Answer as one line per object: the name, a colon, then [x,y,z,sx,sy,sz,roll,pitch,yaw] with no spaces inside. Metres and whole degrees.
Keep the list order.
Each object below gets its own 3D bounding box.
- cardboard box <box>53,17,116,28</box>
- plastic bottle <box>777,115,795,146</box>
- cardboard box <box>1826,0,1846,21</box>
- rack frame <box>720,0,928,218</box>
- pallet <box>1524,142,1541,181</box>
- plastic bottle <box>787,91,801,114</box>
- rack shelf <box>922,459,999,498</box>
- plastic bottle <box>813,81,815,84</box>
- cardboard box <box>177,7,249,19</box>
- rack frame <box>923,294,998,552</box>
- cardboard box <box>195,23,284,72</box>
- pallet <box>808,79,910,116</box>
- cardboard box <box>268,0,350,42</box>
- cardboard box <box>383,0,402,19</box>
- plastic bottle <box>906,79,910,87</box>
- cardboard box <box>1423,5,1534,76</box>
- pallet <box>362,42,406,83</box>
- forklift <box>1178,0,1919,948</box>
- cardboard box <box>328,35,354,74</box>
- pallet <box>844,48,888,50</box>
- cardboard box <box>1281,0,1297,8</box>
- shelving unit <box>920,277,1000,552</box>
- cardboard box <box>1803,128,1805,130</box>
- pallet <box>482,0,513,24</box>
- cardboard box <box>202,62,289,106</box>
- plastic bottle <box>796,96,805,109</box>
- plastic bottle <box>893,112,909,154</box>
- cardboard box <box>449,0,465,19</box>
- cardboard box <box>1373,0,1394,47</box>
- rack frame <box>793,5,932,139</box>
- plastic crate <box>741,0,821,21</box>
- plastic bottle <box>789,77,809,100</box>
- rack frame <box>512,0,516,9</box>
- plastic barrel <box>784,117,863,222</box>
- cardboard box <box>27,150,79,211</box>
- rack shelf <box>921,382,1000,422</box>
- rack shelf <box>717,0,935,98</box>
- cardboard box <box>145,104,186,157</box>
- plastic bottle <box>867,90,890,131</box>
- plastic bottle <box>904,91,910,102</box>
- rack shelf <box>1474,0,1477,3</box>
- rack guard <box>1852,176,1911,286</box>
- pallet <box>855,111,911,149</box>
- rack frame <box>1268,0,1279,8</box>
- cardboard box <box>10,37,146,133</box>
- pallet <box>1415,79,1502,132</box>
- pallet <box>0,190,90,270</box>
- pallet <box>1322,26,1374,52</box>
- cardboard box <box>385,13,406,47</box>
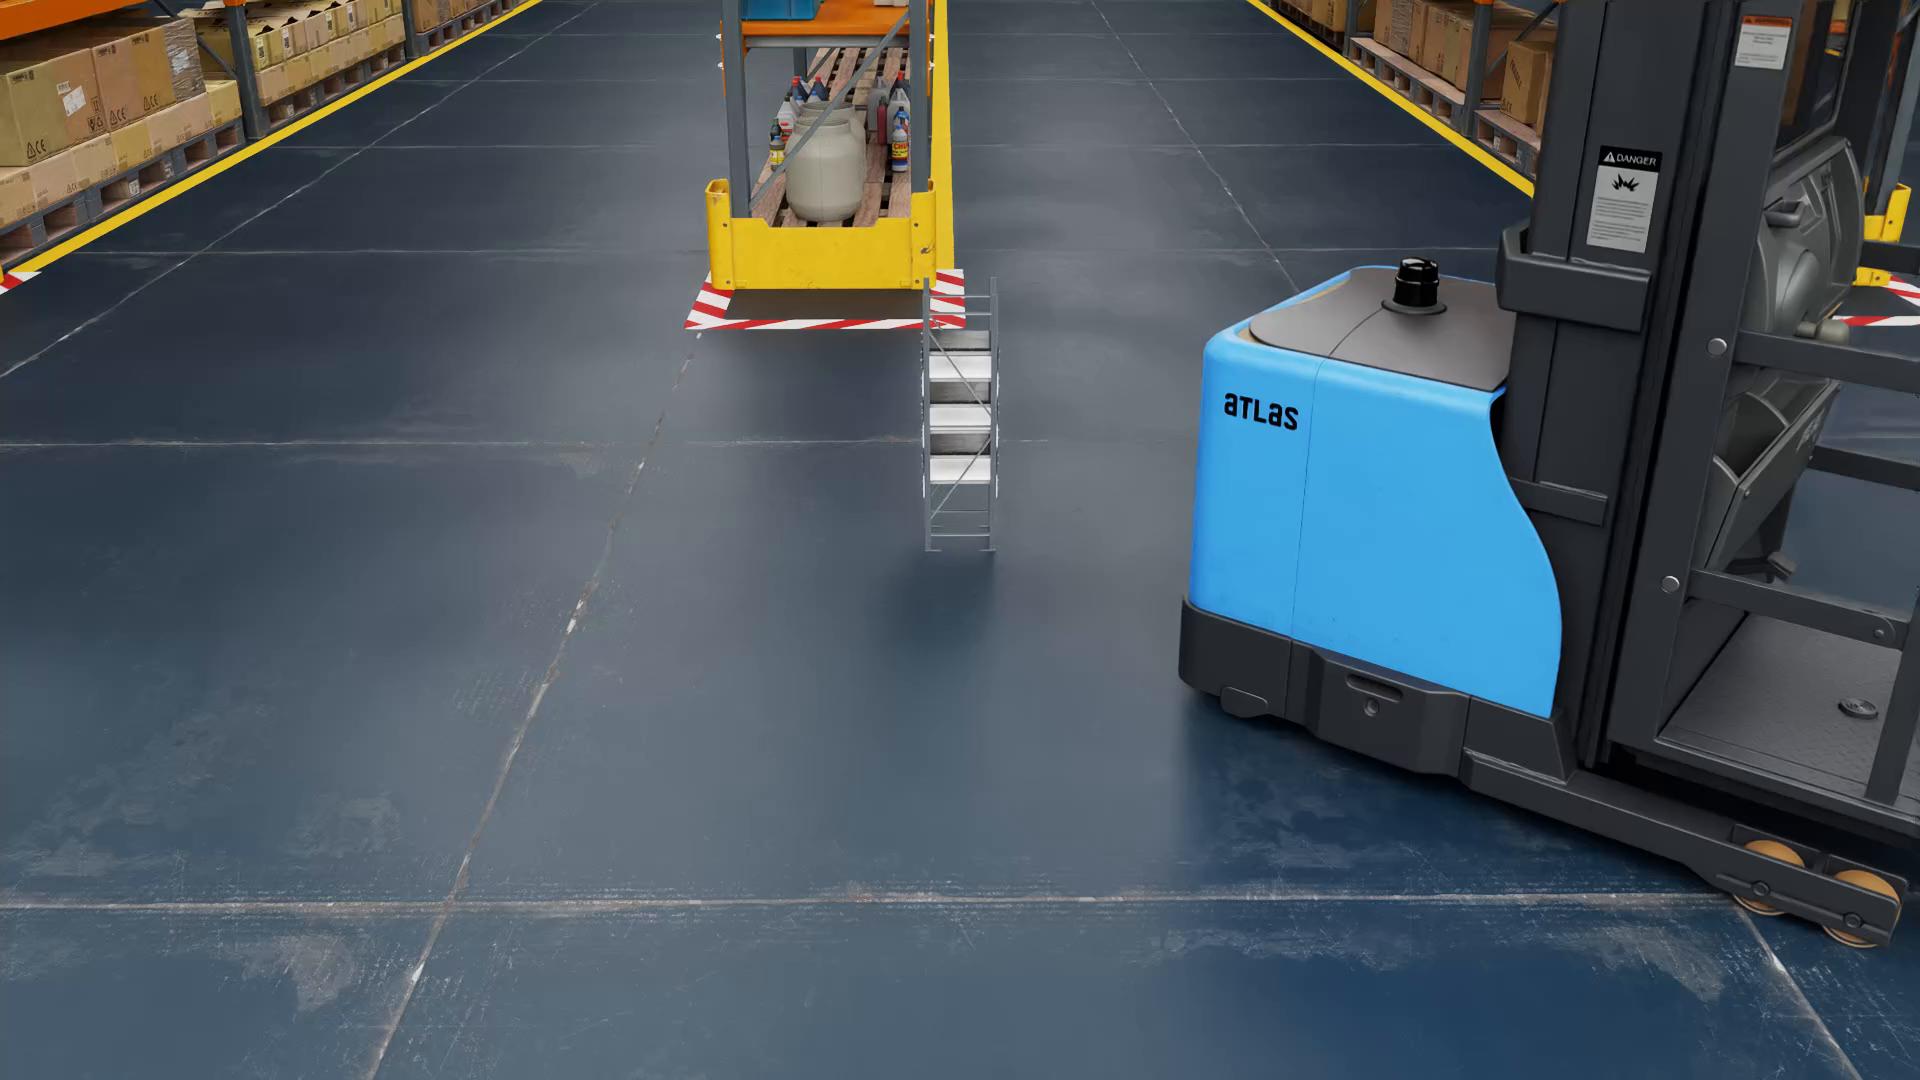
cardboard box: [-5.955,-3.215,11.136,0.500,0.500,0.500,0,24,-1]
plastic bottle: [-1.098,-2.524,10.462,0.152,0.276,0.135,0,24,0]
cardboard box: [4.524,-2.732,8.456,0.380,0.149,0.250,0,24,-1]
rack frame: [-0.664,-2.706,8.093,1.000,3.000,0.127,0,24,-1]
pallet: [4.304,-2.325,10.635,1.003,0.211,1.213,0,24,-1]
plastic bottle: [-1.107,-2.760,10.894,0.144,0.351,0.185,0,24,-1]
rack shelf: [0.000,-0.219,5.660,0.258,0.077,0.200,0,24,-1]
plastic bottle: [-1.005,-3.051,11.619,0.061,0.283,0.133,0,24,-1]
cardboard box: [-5.967,-4.113,13.351,0.500,0.311,0.500,0,24,-1]
rack frame: [0.001,-0.371,5.479,0.240,0.900,0.006,0,24,-1]
cardboard box: [-5.416,-3.699,12.435,0.500,0.311,0.500,0,24,0]
pallet: [-0.755,-3.407,13.027,1.003,0.211,1.213,0,24,-1]
cardboard box: [-5.434,-4.332,13.836,0.500,0.311,0.500,0,24,1]
cardboard box: [-5.452,-4.961,15.225,0.500,0.311,0.500,0,24,1]
plastic bottle: [-0.373,-3.120,11.771,0.061,0.283,0.133,1,24,2]
cardboard box: [4.267,-4.118,13.715,0.700,0.500,0.500,-2,24,-5]
pallet: [-5.734,-4.372,15.160,1.003,0.211,1.213,0,24,-1]
forklift: [2.098,-0.670,3.676,3.031,2.935,1.130,18,30,34]
cardboard box: [-5.435,-4.073,13.942,0.500,0.250,0.500,0,24,0]
pallet: [-0.802,-5.057,16.674,1.003,0.211,1.213,0,24,-1]
cardboard box: [4.195,-6.264,18.029,1.225,0.875,0.875,-1,24,-2]
shelving unit: [0.000,-0.413,5.572,0.258,0.900,0.210,0,24,-1]
cardboard box: [4.299,-2.038,9.140,0.500,0.500,0.500,4,25,9]
pallet: [-5.701,-6.024,18.814,1.003,0.211,1.213,0,24,-1]
cardboard box: [-5.417,-3.439,12.541,0.500,0.250,0.500,-1,24,-2]
plastic bottle: [-1.073,-2.839,11.164,0.097,0.271,0.097,0,24,0]
plastic bottle: [-0.377,-2.594,10.623,0.097,0.271,0.097,0,24,0]
cardboard box: [-5.435,-5.654,17.112,0.500,0.500,0.500,-1,24,-1]
cardboard box: [4.229,-4.810,15.245,0.700,0.500,0.500,-2,24,-3]
rack frame: [-0.708,-4.354,11.737,1.000,3.000,0.127,0,24,-1]
plastic crate: [-0.969,-2.843,8.577,0.499,0.251,0.616,0,24,-1]
plastic bottle: [-1.114,-3.013,11.453,0.144,0.351,0.185,0,24,1]
rack frame: [-5.748,-7.630,18.980,1.000,3.000,0.127,0,24,-1]
plastic barrel: [-0.748,-2.035,9.118,0.421,0.512,0.421,0,24,0]
cardboard box: [-5.410,-2.052,9.473,0.500,0.250,0.500,0,24,-1]
rack shelf: [0.000,-0.465,5.549,0.258,0.077,0.200,0,24,-1]
rack shelf: [-0.686,-3.202,10.063,1.077,0.370,4.000,0,24,-1]
cardboard box: [-5.421,-2.670,10.840,0.500,0.250,0.500,0,24,-1]
plastic bottle: [-0.558,-2.959,11.425,0.152,0.276,0.135,0,24,-1]
plastic bottle: [-0.367,-2.907,11.300,0.061,0.283,0.133,1,24,3]
rack shelf: [4.223,-4.873,13.757,1.077,0.370,4.000,0,24,-1]
rack guard: [4.288,-1.621,8.726,1.175,0.500,0.348,0,24,-1]
pallet: [-0.742,-2.807,11.700,1.003,0.211,1.213,0,24,-1]
rack frame: [4.158,-7.673,19.075,1.000,3.000,0.127,0,24,-1]
cardboard box: [-5.414,-2.805,10.230,0.500,0.500,0.500,0,24,-1]
pallet: [4.235,-3.427,13.070,1.003,0.211,1.213,0,24,-1]
pallet: [-5.667,-1.730,9.318,1.003,0.211,1.213,0,24,-1]
pallet: [4.268,-5.079,16.724,1.003,0.211,1.213,0,24,-1]
cardboard box: [-5.455,-4.704,15.339,0.500,0.250,0.500,0,24,1]
